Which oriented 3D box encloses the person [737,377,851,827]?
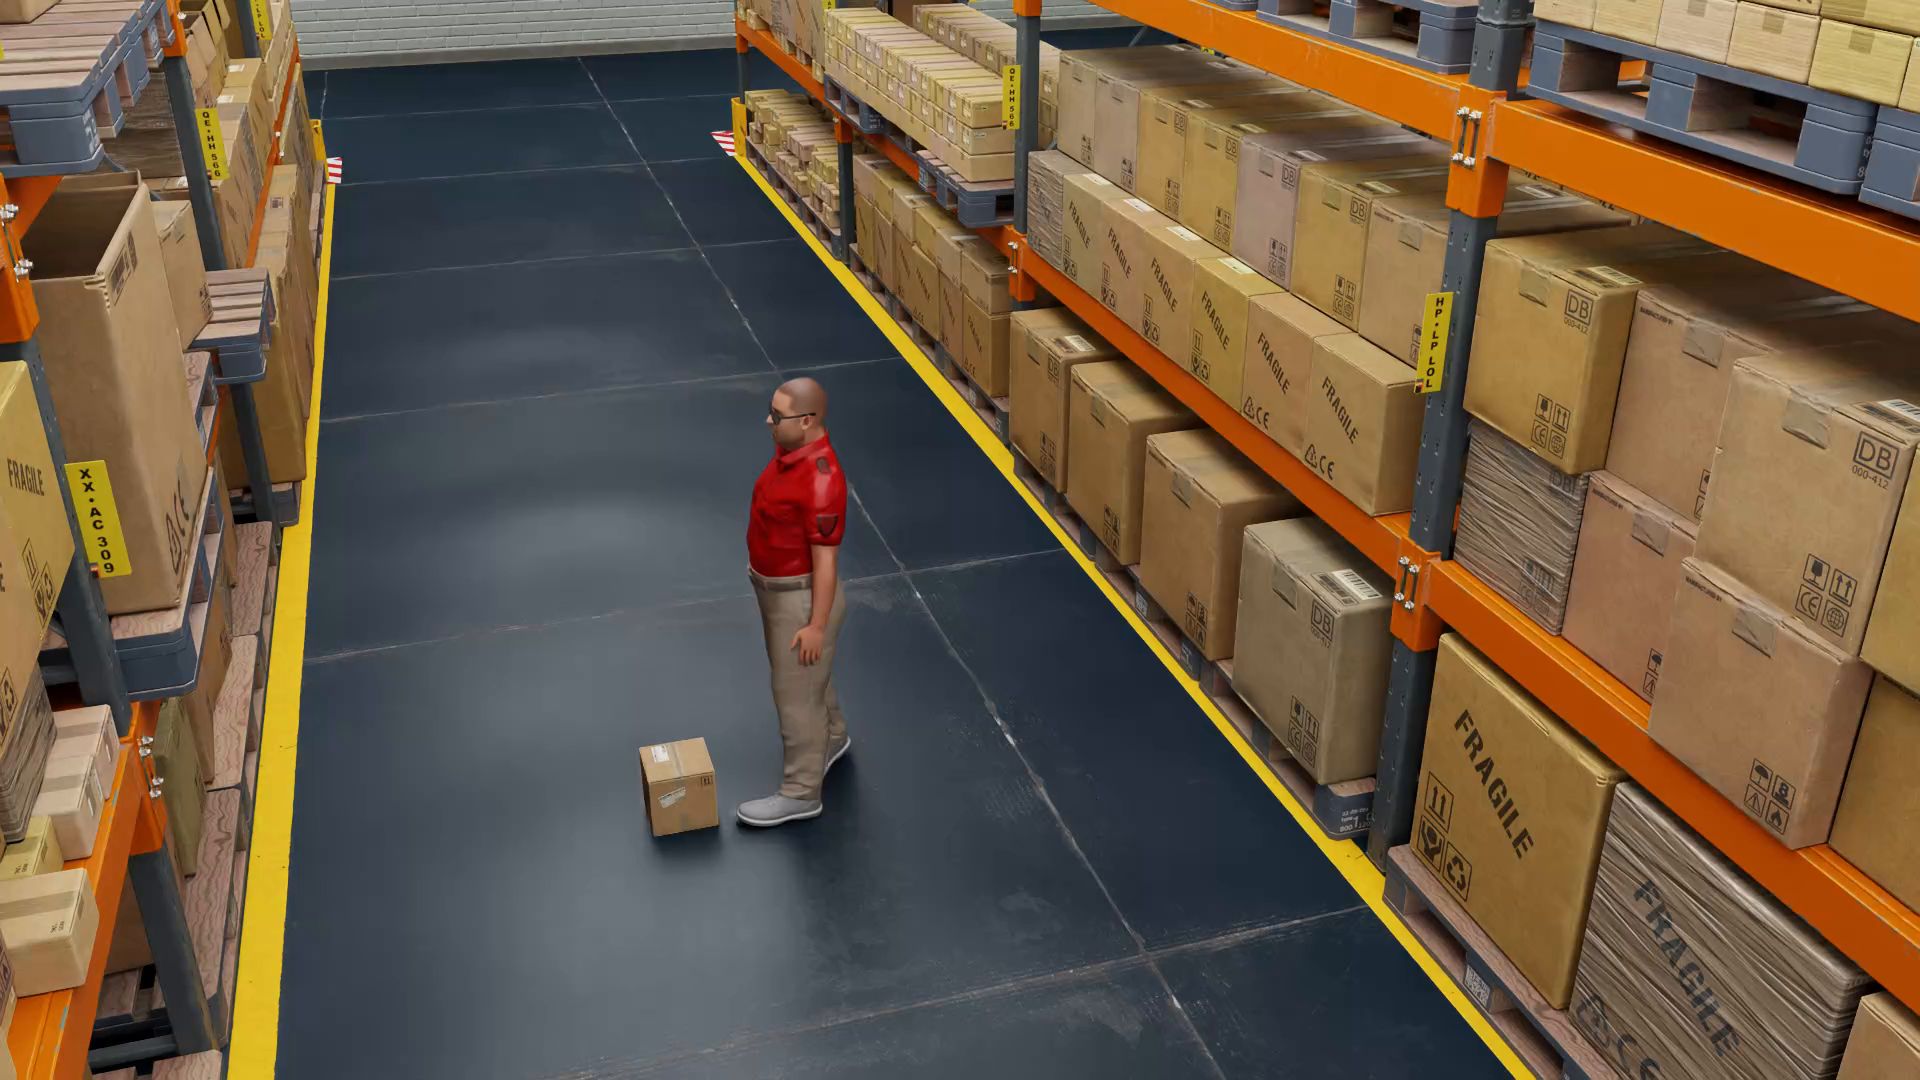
[{"bbox_3d":[-0.636,0.235,6.182,0.527,1.756,0.547,-7,27,-15],"label":"person"}]
